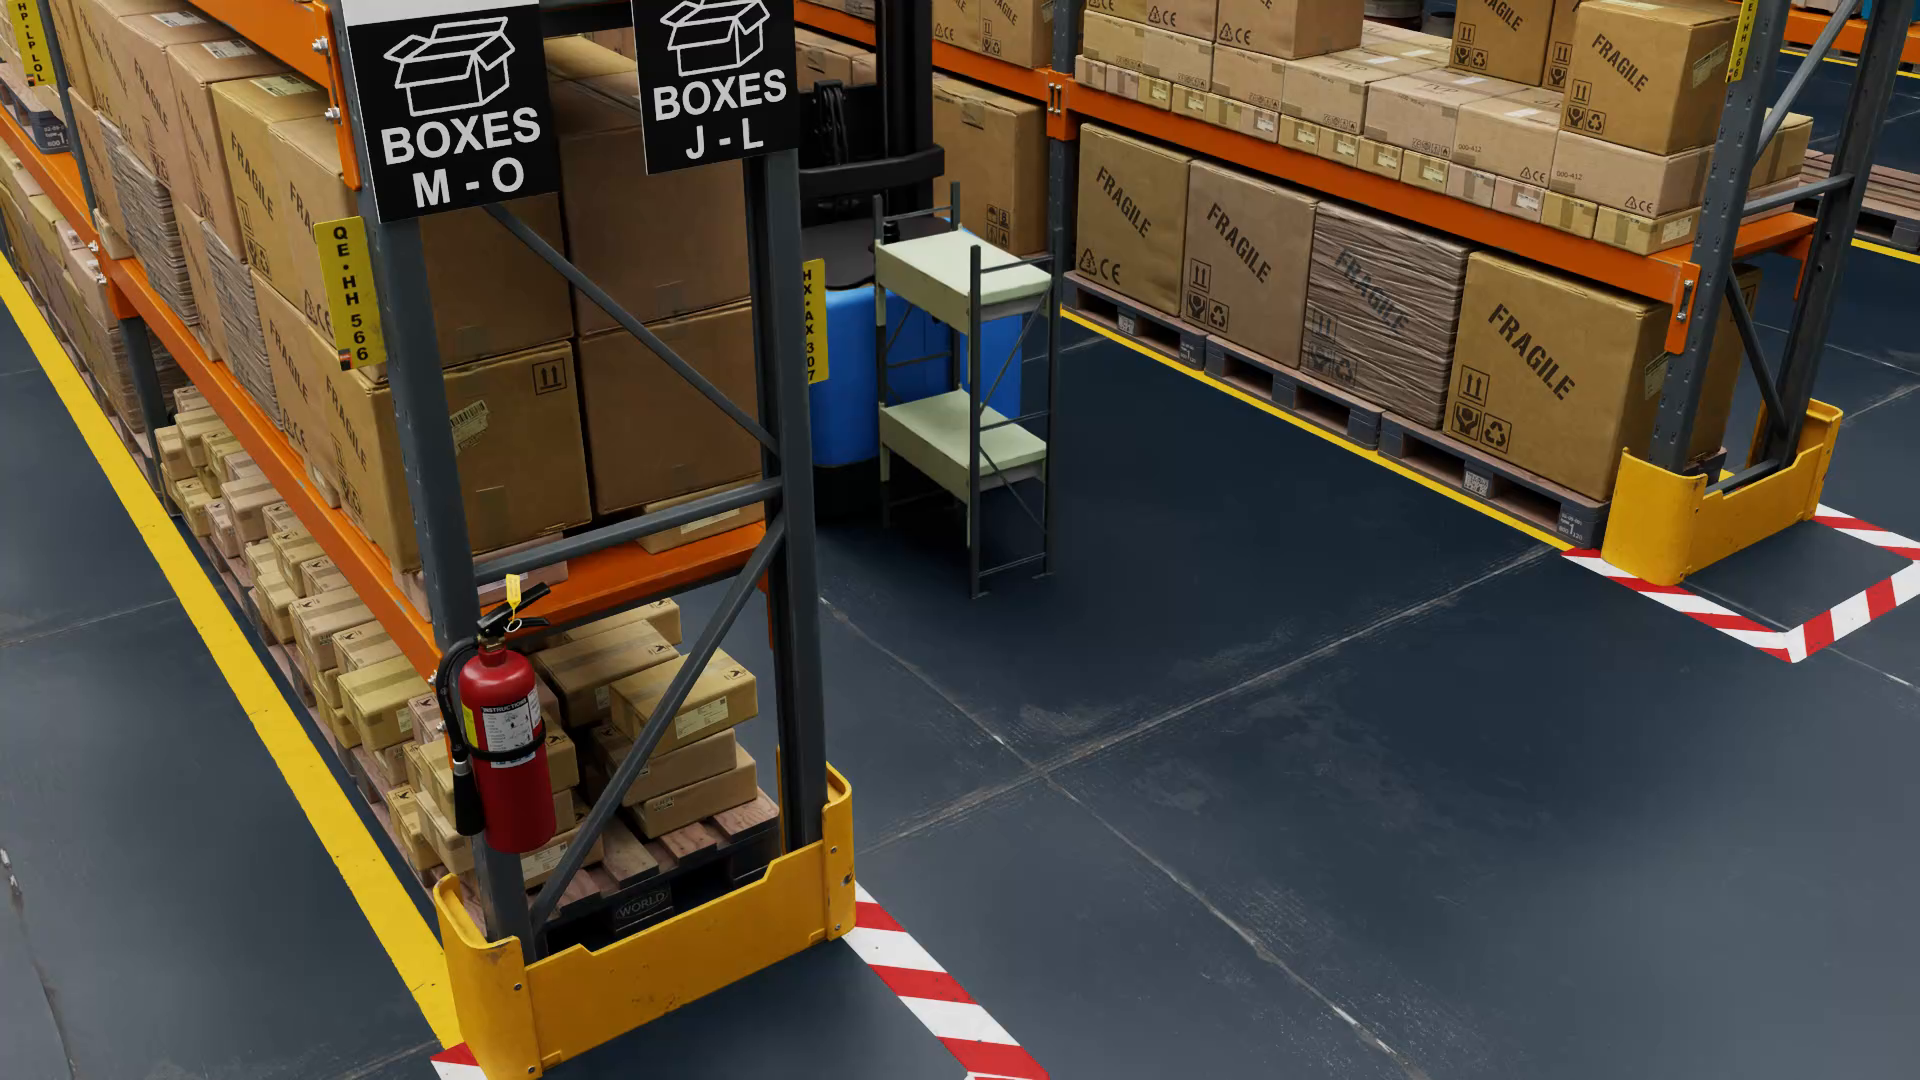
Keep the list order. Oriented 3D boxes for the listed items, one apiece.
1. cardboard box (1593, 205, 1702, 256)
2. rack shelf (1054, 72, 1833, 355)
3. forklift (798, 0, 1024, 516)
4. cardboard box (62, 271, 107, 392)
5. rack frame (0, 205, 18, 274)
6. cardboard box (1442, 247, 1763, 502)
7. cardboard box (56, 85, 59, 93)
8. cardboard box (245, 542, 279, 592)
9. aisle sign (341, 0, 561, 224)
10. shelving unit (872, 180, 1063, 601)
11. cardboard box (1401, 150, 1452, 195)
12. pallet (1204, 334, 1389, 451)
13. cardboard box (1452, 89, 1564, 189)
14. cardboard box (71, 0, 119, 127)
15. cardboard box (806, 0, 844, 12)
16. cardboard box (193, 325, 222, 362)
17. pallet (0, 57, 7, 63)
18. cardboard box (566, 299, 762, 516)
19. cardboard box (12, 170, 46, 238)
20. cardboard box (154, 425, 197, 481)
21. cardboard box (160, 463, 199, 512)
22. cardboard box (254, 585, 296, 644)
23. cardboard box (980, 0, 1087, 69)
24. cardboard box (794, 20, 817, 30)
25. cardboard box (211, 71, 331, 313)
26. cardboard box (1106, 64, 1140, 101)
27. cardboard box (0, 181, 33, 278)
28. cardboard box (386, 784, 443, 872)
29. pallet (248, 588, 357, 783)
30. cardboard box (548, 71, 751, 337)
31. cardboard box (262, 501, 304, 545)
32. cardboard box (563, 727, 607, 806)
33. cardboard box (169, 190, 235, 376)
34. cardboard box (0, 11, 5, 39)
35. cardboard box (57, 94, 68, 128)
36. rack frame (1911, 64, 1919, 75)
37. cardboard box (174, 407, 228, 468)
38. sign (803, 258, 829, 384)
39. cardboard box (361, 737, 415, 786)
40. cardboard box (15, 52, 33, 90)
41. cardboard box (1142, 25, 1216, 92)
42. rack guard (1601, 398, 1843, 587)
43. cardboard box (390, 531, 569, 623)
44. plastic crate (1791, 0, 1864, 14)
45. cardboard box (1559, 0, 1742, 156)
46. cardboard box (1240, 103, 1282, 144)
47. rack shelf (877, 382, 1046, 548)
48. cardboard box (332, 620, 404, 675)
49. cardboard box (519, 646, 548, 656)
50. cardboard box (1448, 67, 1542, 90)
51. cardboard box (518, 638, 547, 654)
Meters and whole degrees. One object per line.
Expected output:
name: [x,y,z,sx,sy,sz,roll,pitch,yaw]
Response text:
cardboard box: [2.801,-1.287,6.740,0.380,0.149,0.250,-18,33,-30]
rack shelf: [2.115,-1.812,8.197,1.077,0.370,4.000,-19,34,-31]
forklift: [-0.802,-2.072,7.995,1.130,2.935,3.031,-13,31,-22]
cardboard box: [-4.075,-1.075,8.266,0.500,0.500,0.500,-20,34,-32]
rack frame: [-5.464,-3.127,9.864,1.000,3.000,0.127,-19,34,-31]
cardboard box: [2.839,-0.828,7.418,0.875,0.875,0.875,-19,34,-31]
cardboard box: [-3.831,-2.076,7.441,0.380,0.149,0.250,-17,33,-29]
cardboard box: [-2.414,0.089,6.179,0.380,0.149,0.250,-19,34,-31]
aisle sign: [-1.025,-1.047,3.312,0.394,0.787,0.004,-19,34,-31]
shelving unit: [0.019,-0.614,6.809,0.431,1.500,0.755,-17,33,-28]
cardboard box: [2.207,-1.684,7.471,0.380,0.149,0.250,-20,34,-32]
pallet: [2.044,-0.888,8.664,1.003,0.211,1.213,-19,34,-31]
cardboard box: [2.485,-1.727,7.133,0.500,0.250,0.500,-19,34,-31]
cardboard box: [-2.767,-1.745,5.857,0.500,0.500,0.500,-20,34,-32]
cardboard box: [-0.704,-3.842,11.076,0.500,0.500,0.500,-19,34,-31]
cardboard box: [-2.442,-0.762,5.773,0.380,0.149,0.250,-17,33,-29]
pallet: [-4.964,-2.795,9.454,1.213,0.211,1.003,-19,34,-31]
cardboard box: [-0.859,-0.442,4.505,0.500,0.500,0.500,-17,33,-28]
cardboard box: [-4.690,-1.814,8.841,0.500,0.250,0.500,-18,34,-30]
cardboard box: [-3.194,-0.405,7.087,0.380,0.149,0.250,-17,33,-28]
cardboard box: [-3.194,-0.273,7.156,0.380,0.149,0.250,-20,35,-33]
cardboard box: [-2.408,0.220,6.248,0.380,0.149,0.250,-20,34,-32]
cardboard box: [0.462,-3.056,9.628,0.500,0.500,0.500,-19,34,-30]
cardboard box: [-0.982,-3.437,12.222,1.225,0.875,0.875,-21,35,-33]
cardboard box: [-1.585,-0.937,4.367,0.500,0.500,0.500,-20,34,-32]
cardboard box: [1.008,-2.486,8.947,0.380,0.149,0.250,-20,34,-32]
cardboard box: [-5.261,-1.867,9.724,0.500,0.500,0.500,-20,35,-33]
cardboard box: [-1.530,0.833,5.121,0.380,0.149,0.250,-18,33,-29]
pallet: [-2.013,0.380,6.329,1.003,0.211,1.213,-19,34,-31]
cardboard box: [-0.868,-0.879,4.261,0.500,0.500,0.500,-19,34,-31]
cardboard box: [-2.338,-0.066,6.152,0.380,0.149,0.250,-20,35,-33]
cardboard box: [-1.085,0.680,5.401,0.380,0.149,0.250,-19,34,-31]
cardboard box: [-2.171,-0.887,5.325,0.500,0.500,0.500,-17,33,-28]
cardboard box: [-4.740,-2.685,8.563,0.380,0.149,0.250,-19,34,-31]
cardboard box: [-3.829,-1.944,7.509,0.380,0.149,0.250,-19,34,-31]
rack frame: [9.027,-5.646,14.504,1.000,3.000,0.127,-19,34,-31]
cardboard box: [-3.001,-0.450,6.859,0.380,0.149,0.250,-17,33,-28]
sign: [-0.382,-0.547,4.208,0.100,0.325,0.005,-19,34,-31]
cardboard box: [-1.665,0.593,5.250,0.380,0.149,0.250,-20,35,-33]
cardboard box: [-4.448,-2.354,8.266,0.380,0.149,0.250,-20,34,-32]
cardboard box: [1.299,-2.520,8.593,0.500,0.250,0.500,-19,34,-31]
rack guard: [3.289,-0.243,7.173,1.175,0.500,0.348,-19,34,-31]
cardboard box: [-1.243,0.045,4.287,0.380,0.149,0.250,-19,34,-31]
plastic crate: [5.726,-3.606,10.808,0.437,0.282,0.530,-19,34,-31]
cardboard box: [2.779,-1.861,6.594,0.500,0.500,0.500,-18,33,-30]
cardboard box: [1.608,-2.084,8.208,0.380,0.149,0.250,-18,33,-30]
rack shelf: [0.019,-0.327,6.964,0.431,0.370,0.720,-17,33,-28]
cardboard box: [-1.788,0.357,5.373,0.380,0.149,0.250,-20,34,-33]
cardboard box: [-1.306,0.324,5.746,0.380,0.149,0.250,-18,33,-29]
cardboard box: [2.622,-2.073,7.770,0.500,0.250,0.500,-20,34,-32]
cardboard box: [-1.362,0.212,5.641,0.380,0.149,0.250,-21,35,-33]
